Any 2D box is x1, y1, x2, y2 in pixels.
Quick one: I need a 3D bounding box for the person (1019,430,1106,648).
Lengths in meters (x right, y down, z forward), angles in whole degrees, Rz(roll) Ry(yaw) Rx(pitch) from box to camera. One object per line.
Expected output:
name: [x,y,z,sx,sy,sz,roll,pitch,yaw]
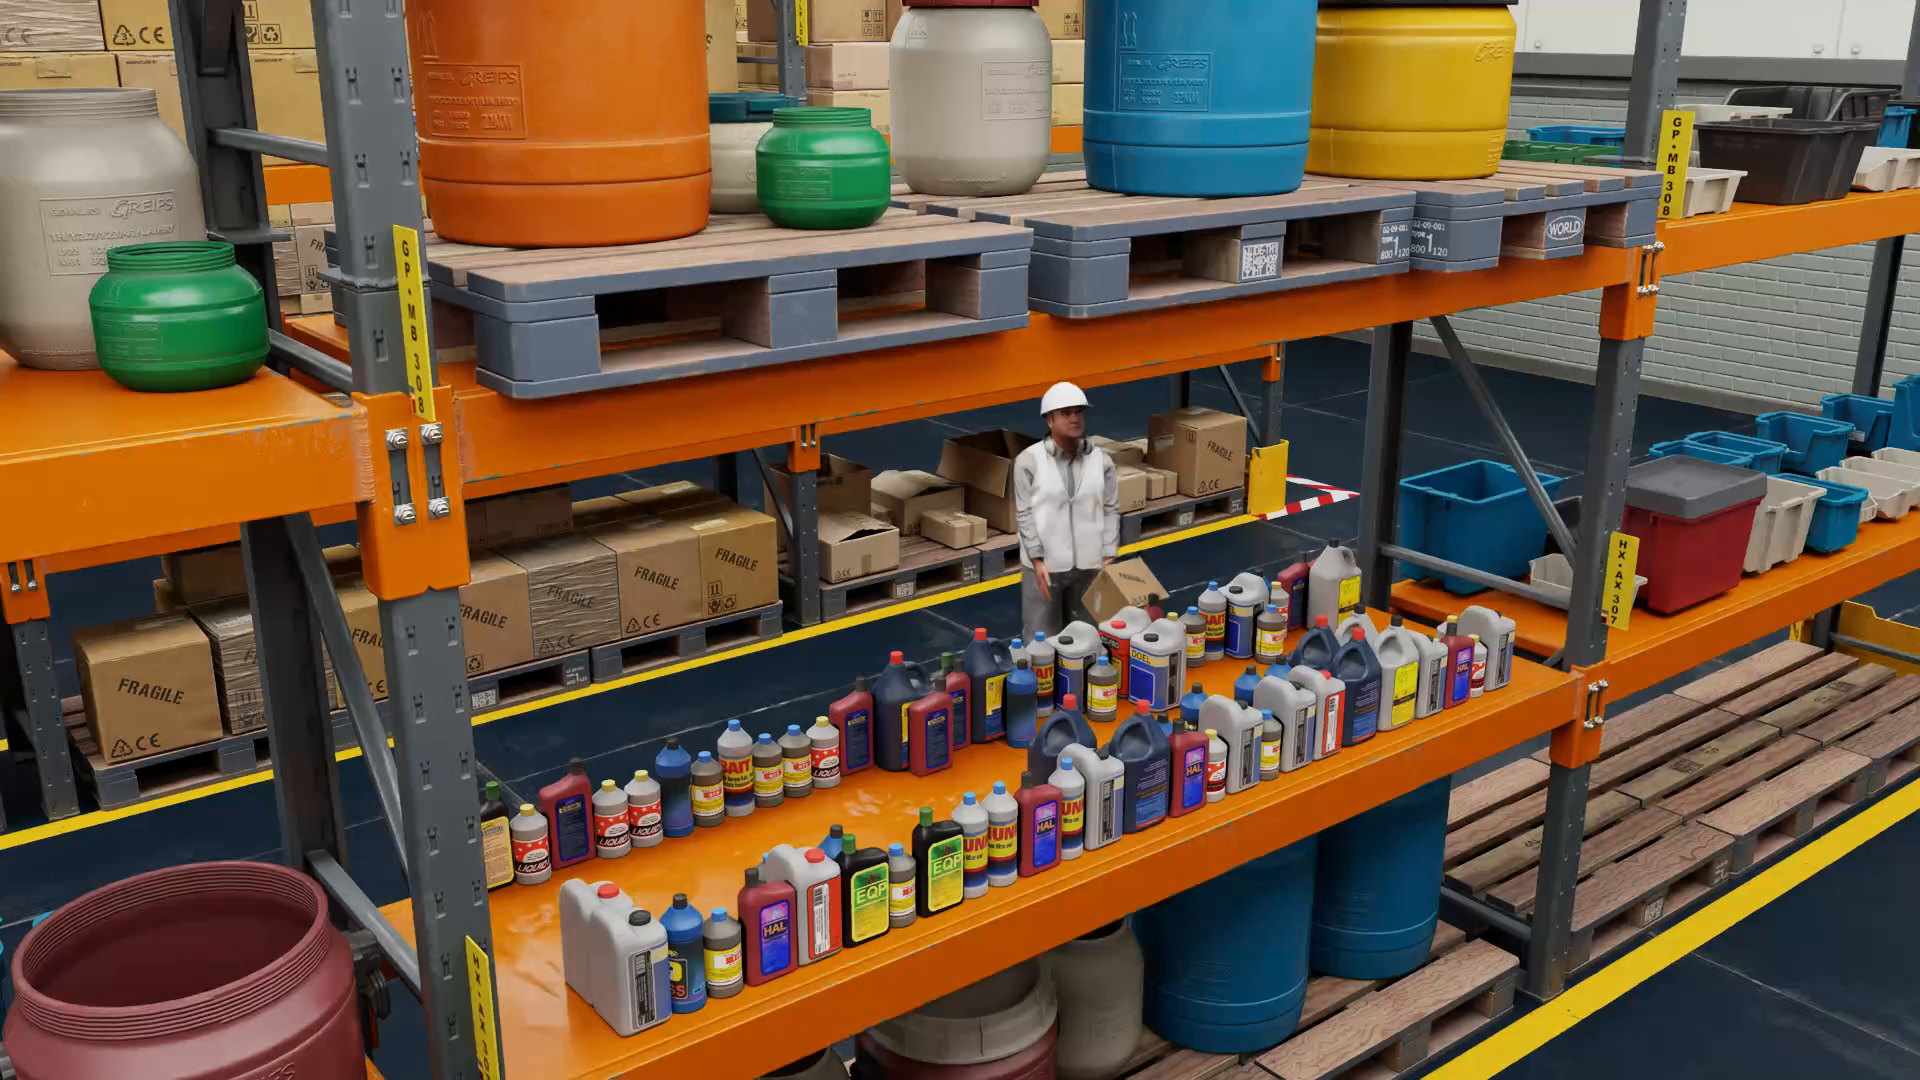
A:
person: [0.504,0.203,8.141,0.453,1.490,0.375,-4,18,-13]
